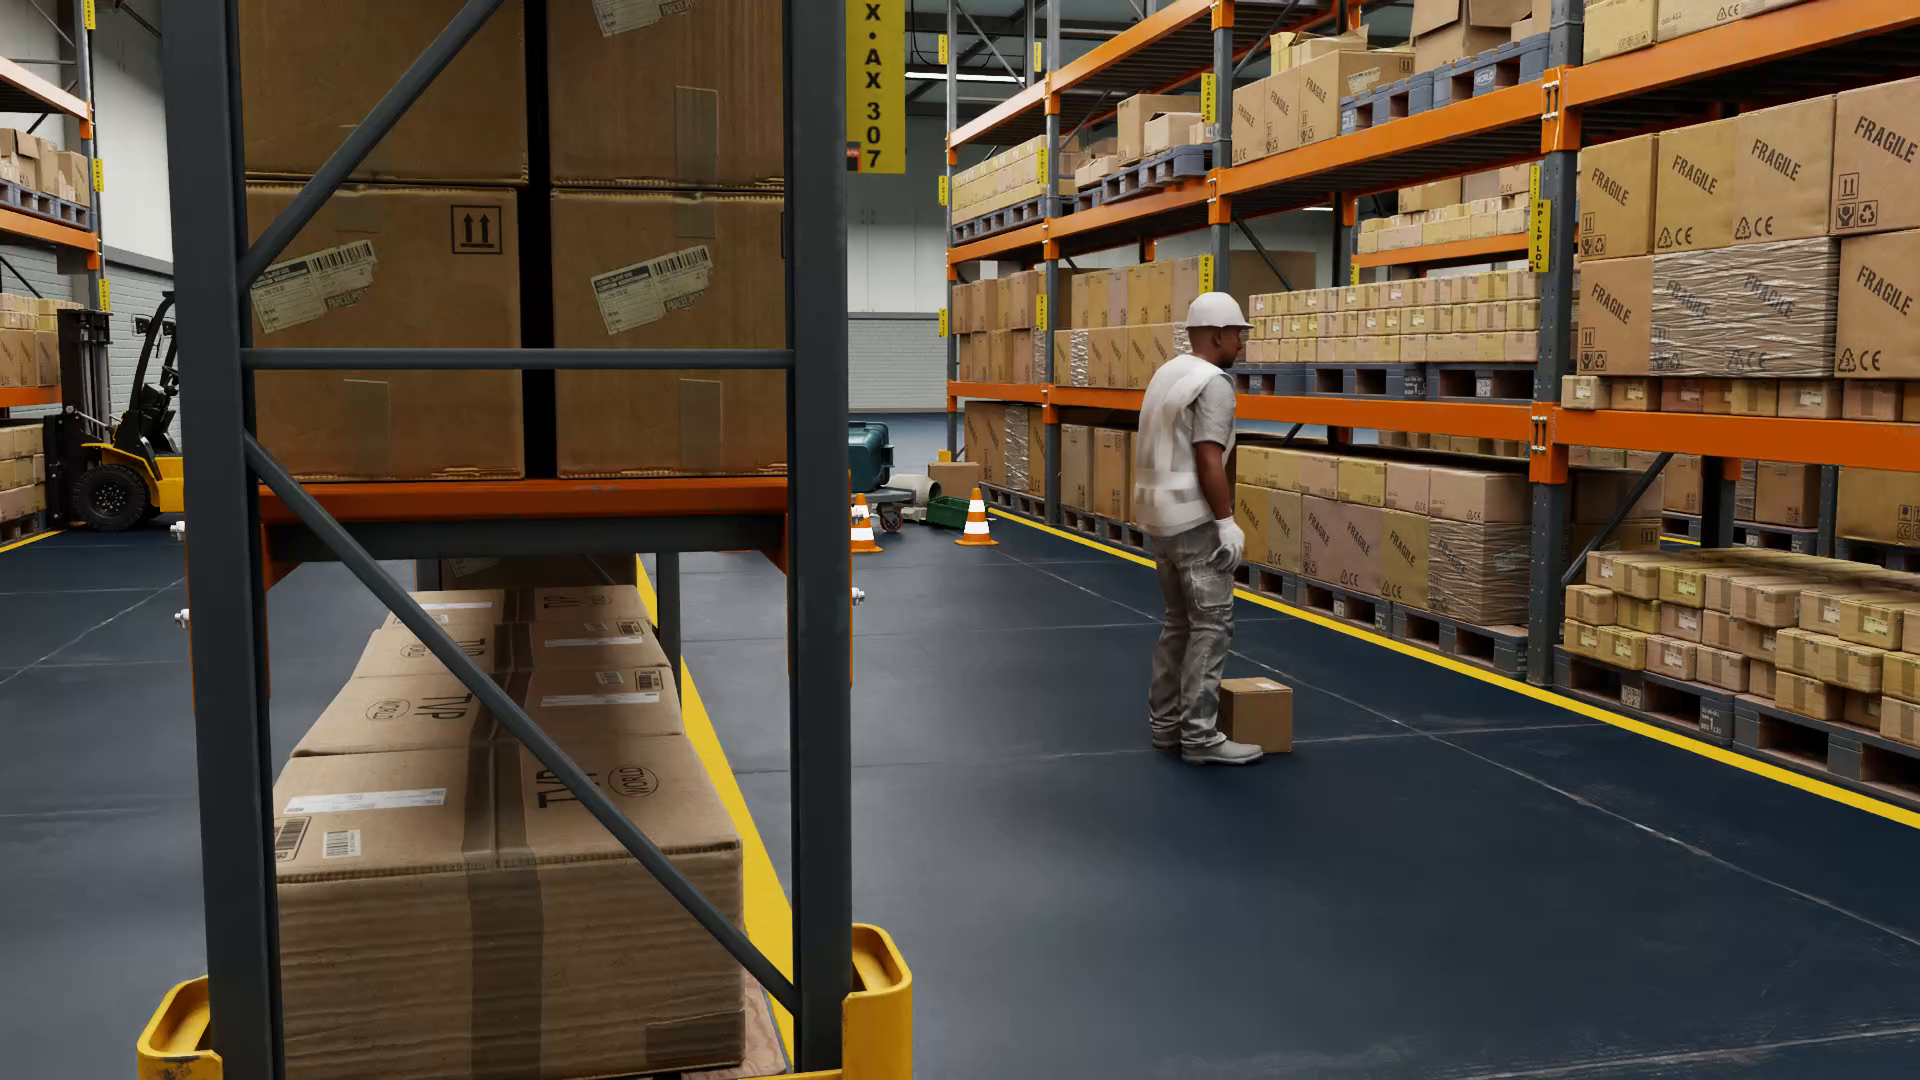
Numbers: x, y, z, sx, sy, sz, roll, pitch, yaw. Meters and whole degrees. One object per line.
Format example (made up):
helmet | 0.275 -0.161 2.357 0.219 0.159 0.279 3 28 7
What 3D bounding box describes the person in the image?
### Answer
person | 0.914 -0.057 6.385 0.450 1.773 0.616 -1 6 -14
